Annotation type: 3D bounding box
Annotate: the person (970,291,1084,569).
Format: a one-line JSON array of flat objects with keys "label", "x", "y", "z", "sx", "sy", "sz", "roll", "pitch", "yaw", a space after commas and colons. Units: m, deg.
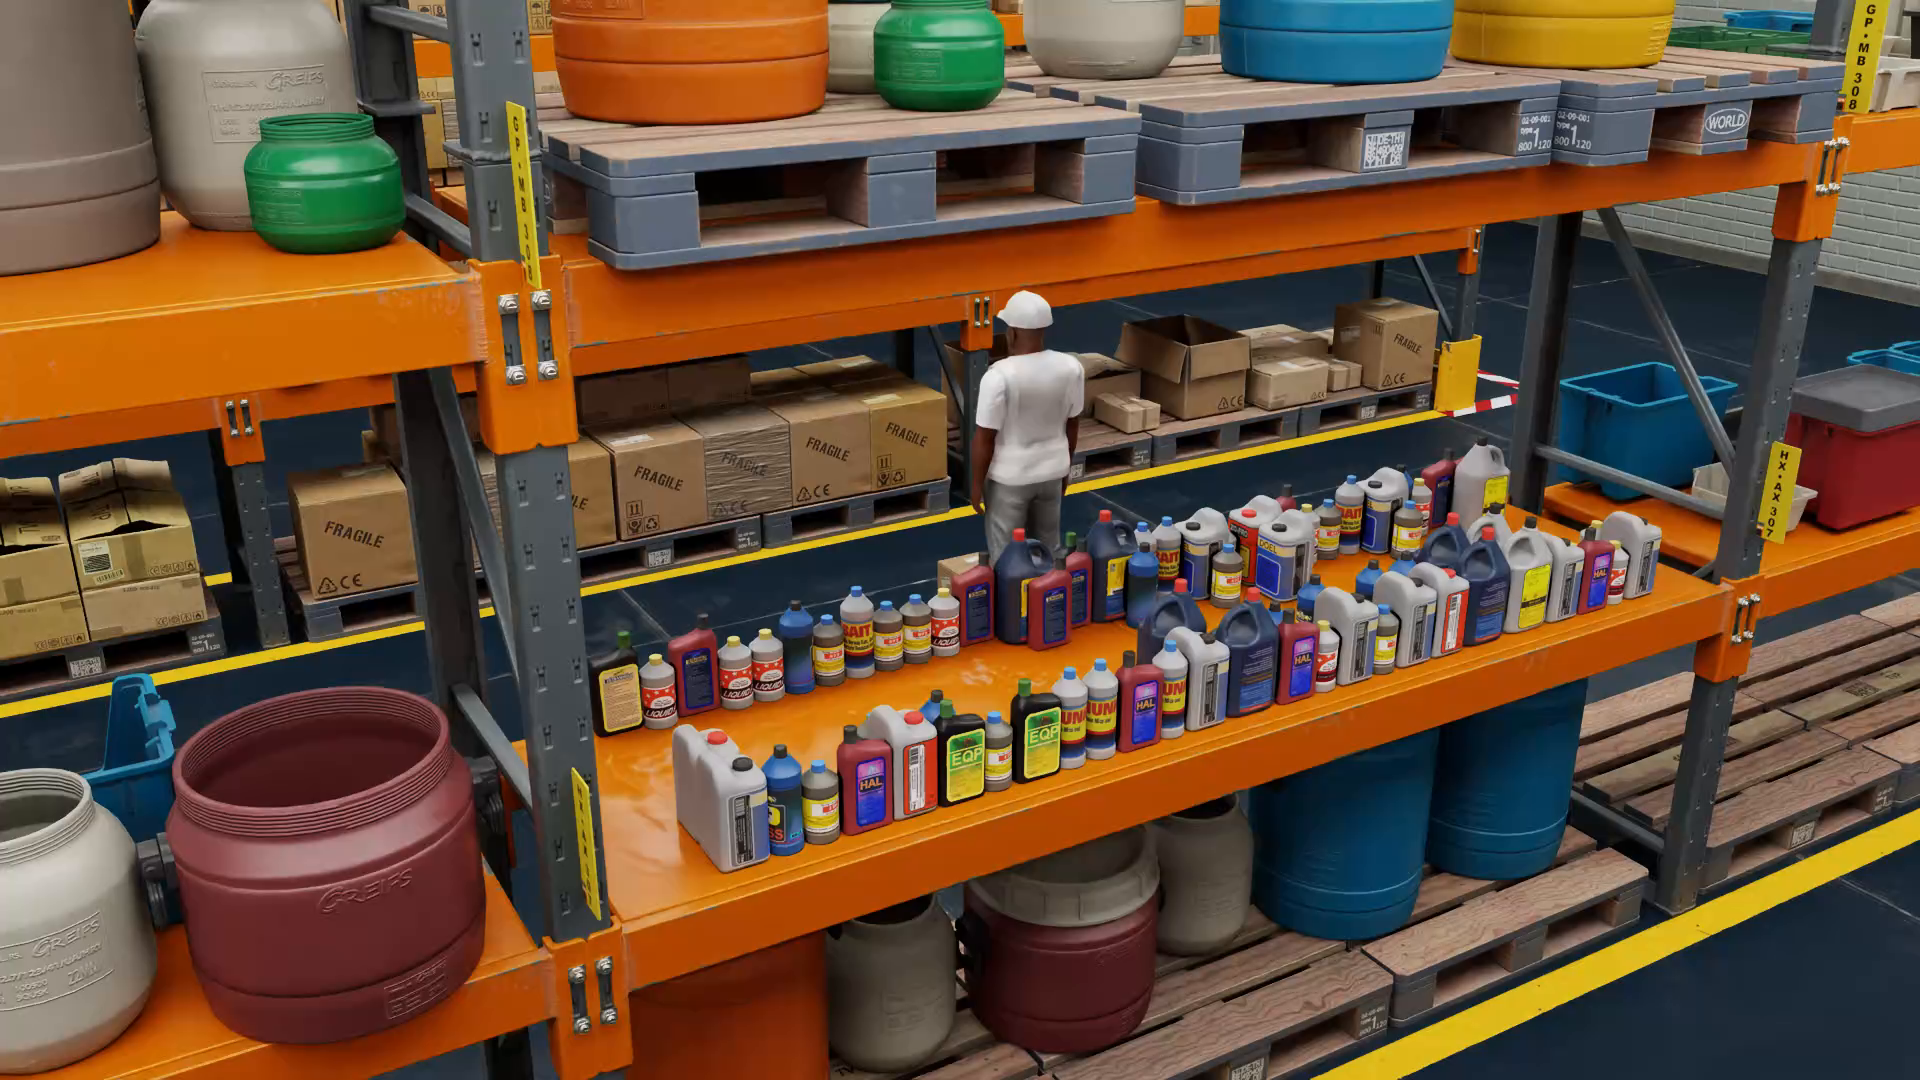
[{"label": "person", "x": 0.298, "y": -0.302, "z": 7.822, "sx": 0.563, "sy": 1.761, "sz": 0.353, "roll": -12, "pitch": 24, "yaw": -27}]
